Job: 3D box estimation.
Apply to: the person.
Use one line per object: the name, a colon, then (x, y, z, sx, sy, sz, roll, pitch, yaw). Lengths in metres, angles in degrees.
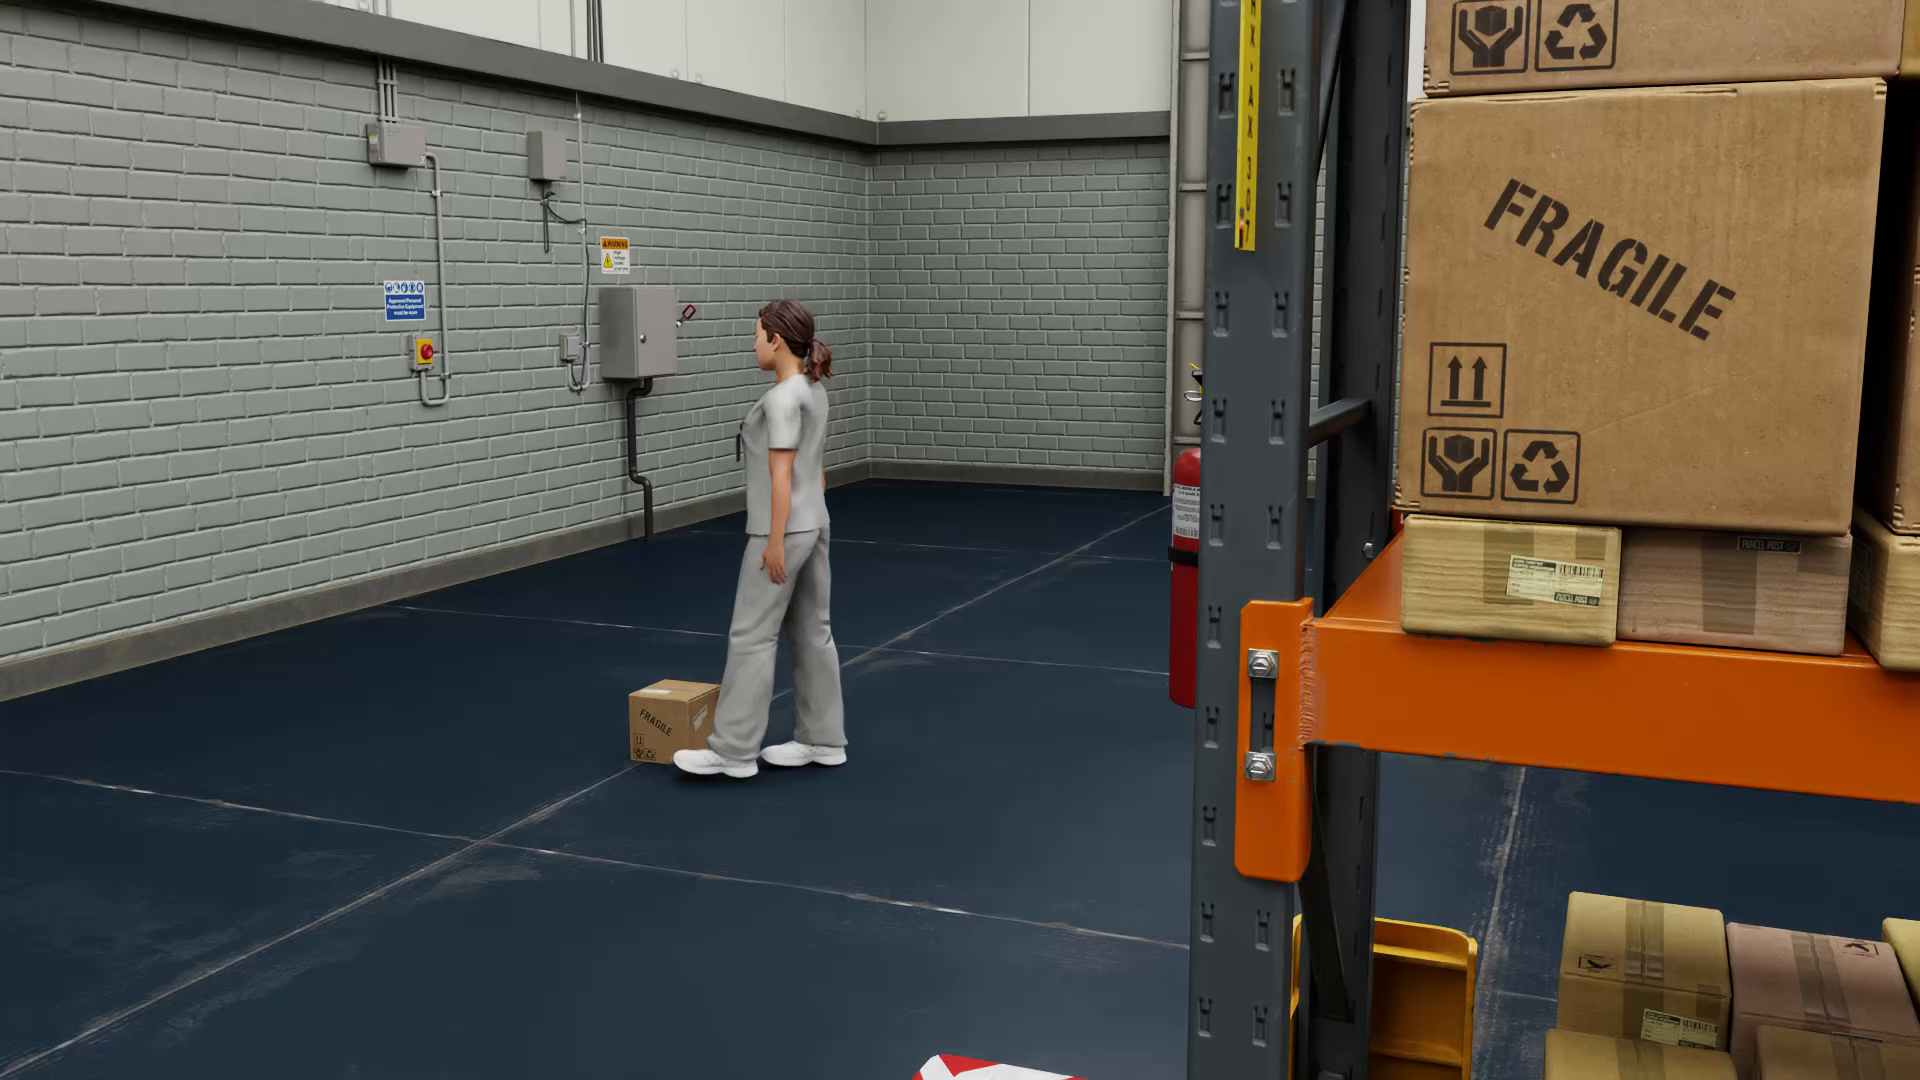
person: (-0.701, -0.011, 5.887, 0.576, 1.670, 0.459, 2, 9, 12)
